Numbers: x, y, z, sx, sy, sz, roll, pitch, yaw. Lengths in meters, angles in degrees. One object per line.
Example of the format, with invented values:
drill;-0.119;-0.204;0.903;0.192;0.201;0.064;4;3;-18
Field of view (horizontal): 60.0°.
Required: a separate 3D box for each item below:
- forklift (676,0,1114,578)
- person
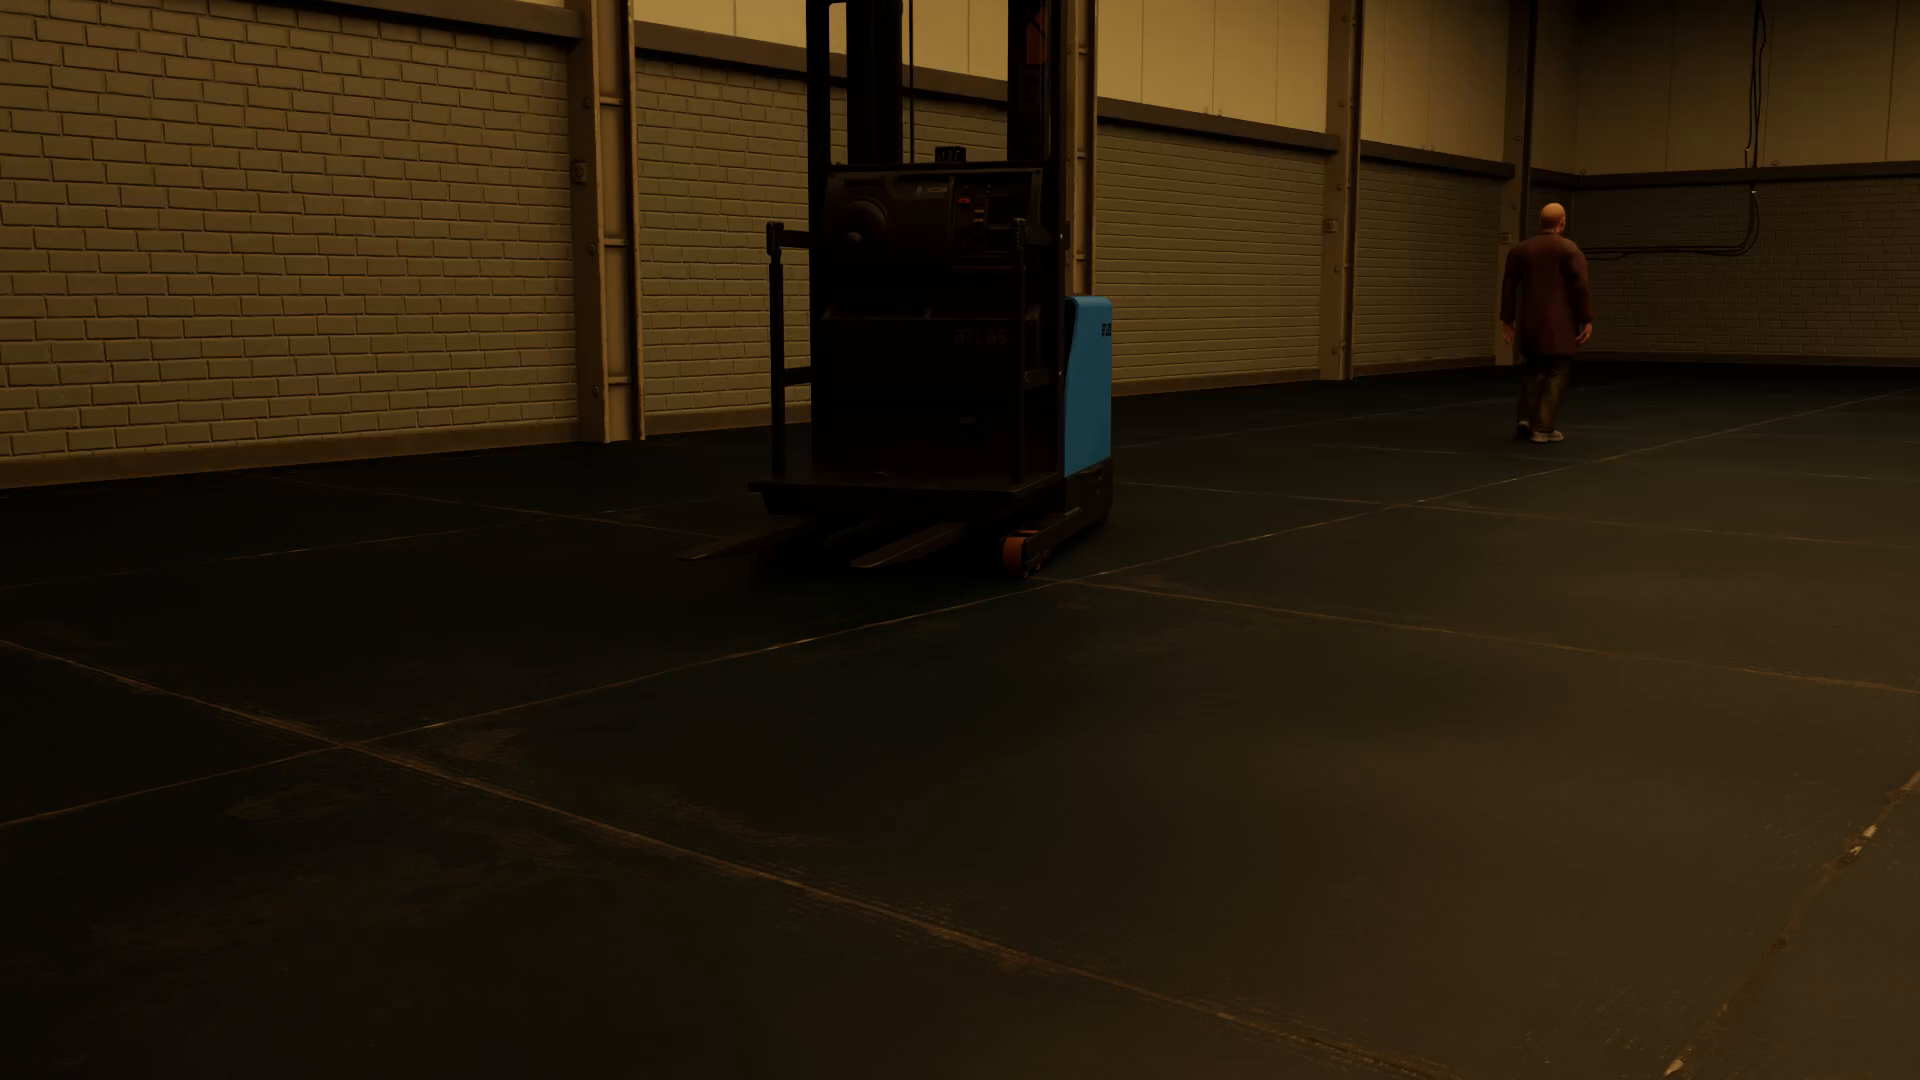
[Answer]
forklift;-0.176;-1.366;6.616;1.130;2.935;3.031;3;9;17
person;4.384;-1.571;12.408;0.557;1.805;0.700;-7;11;-41
